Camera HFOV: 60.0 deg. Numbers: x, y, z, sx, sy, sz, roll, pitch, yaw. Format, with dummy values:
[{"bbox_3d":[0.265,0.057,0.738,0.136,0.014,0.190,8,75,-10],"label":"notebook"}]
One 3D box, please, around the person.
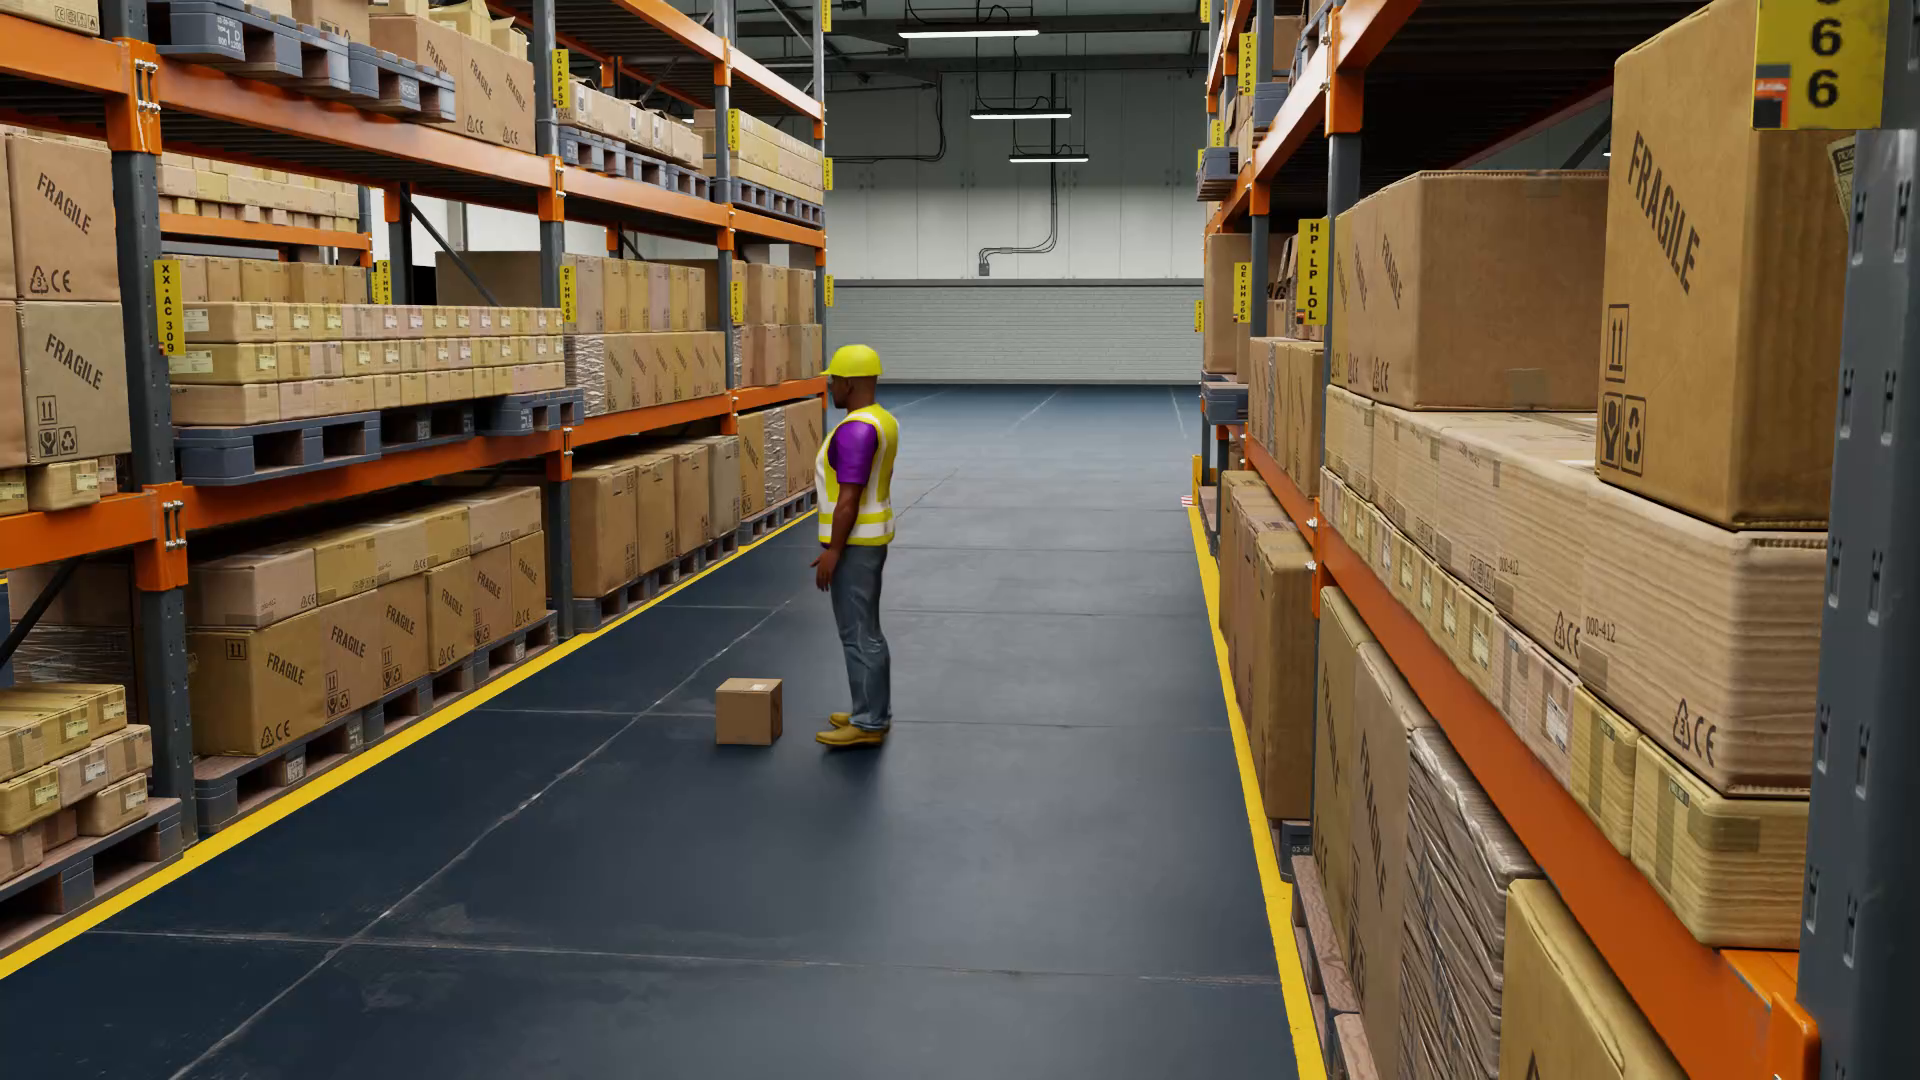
[{"bbox_3d":[-0.464,0.019,7.412,0.348,1.769,0.579,1,8,8],"label":"person"}]
